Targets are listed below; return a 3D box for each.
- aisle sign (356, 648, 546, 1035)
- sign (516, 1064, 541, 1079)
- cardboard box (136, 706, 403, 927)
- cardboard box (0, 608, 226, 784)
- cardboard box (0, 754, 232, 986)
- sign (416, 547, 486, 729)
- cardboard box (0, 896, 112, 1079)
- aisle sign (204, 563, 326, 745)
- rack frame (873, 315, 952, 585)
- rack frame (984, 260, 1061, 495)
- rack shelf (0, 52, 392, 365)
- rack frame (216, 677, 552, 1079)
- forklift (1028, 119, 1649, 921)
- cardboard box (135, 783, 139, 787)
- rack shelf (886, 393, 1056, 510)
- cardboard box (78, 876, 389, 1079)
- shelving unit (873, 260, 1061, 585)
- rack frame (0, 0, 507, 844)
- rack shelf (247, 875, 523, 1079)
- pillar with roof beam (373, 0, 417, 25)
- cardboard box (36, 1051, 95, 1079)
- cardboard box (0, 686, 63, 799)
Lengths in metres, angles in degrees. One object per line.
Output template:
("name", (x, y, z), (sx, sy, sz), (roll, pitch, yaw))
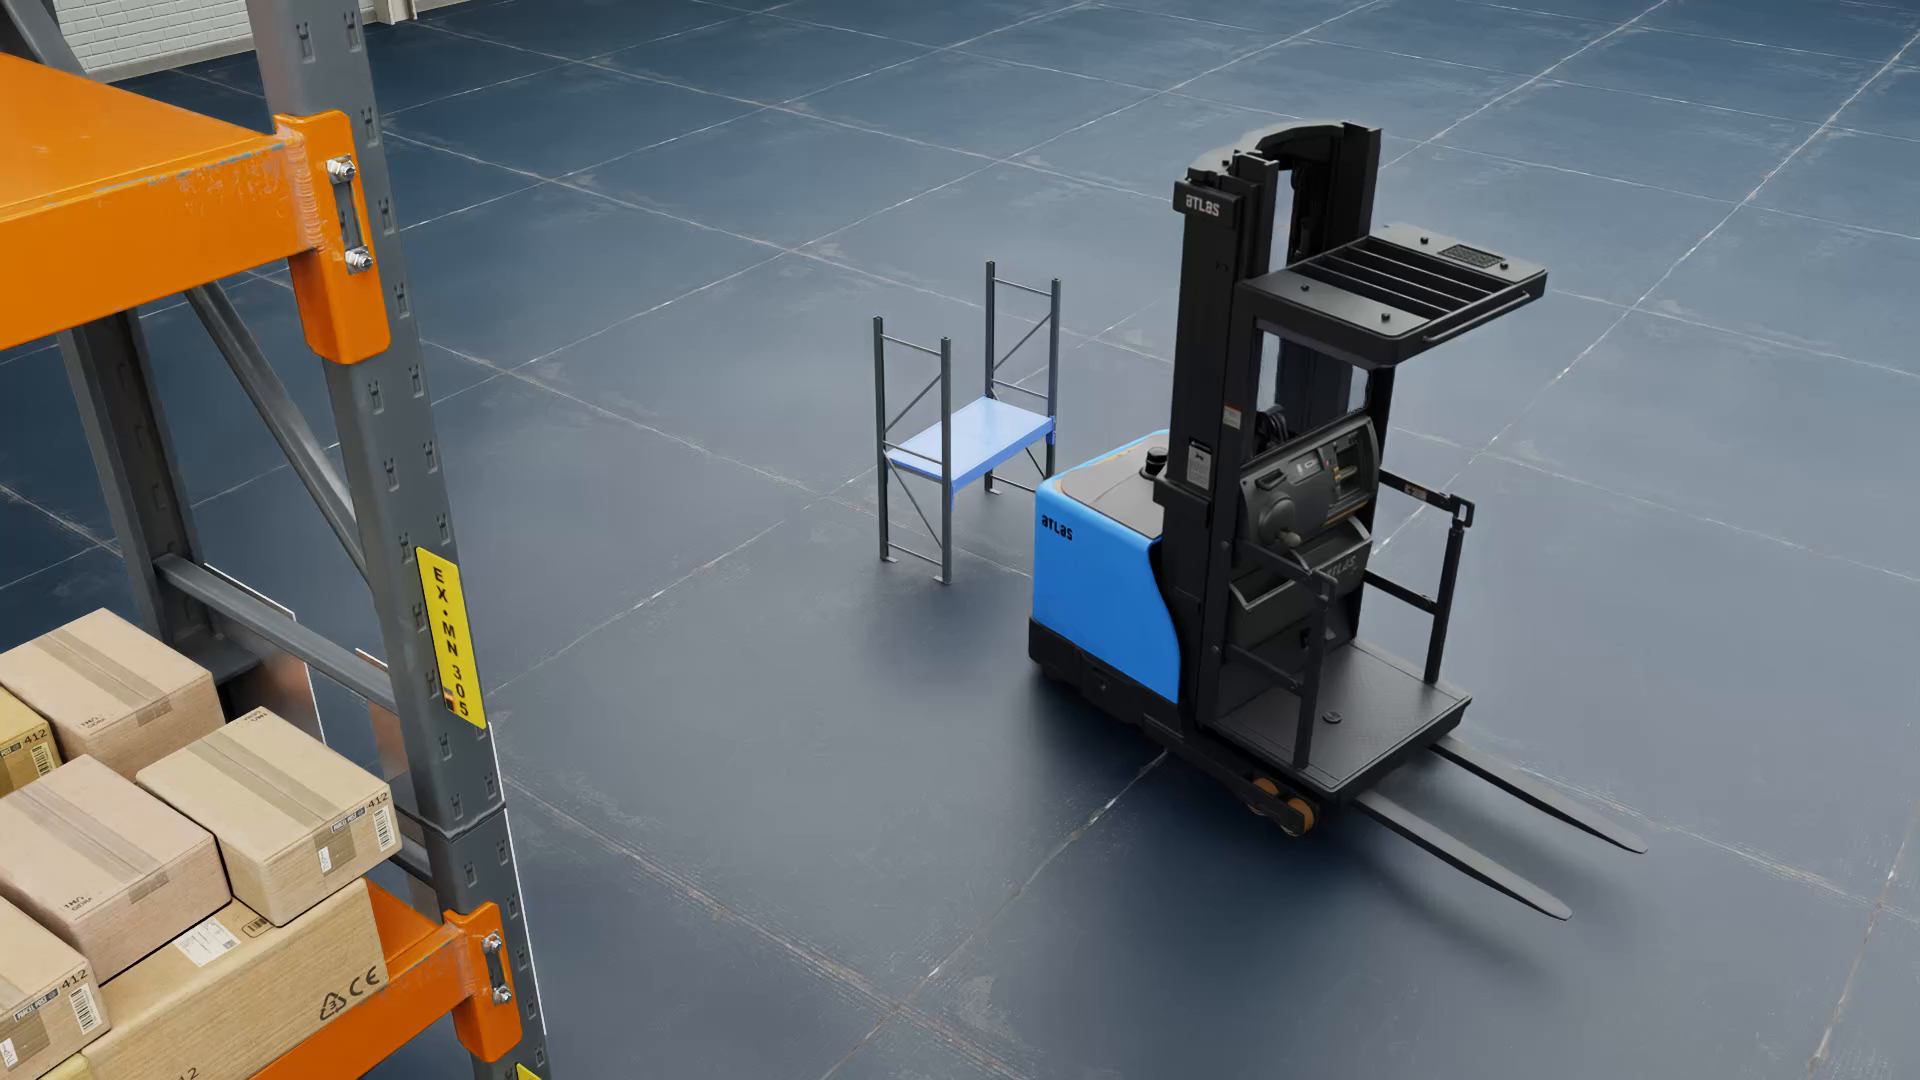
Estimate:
("aisle sign", (-1.001, 0.608, 3.289), (0.394, 0.787, 0.004), (21, 37, 31))
("sign", (-0.848, 1.204, 3.388), (0.100, 0.325, 0.005), (21, 37, 31))
("cardboard box", (-1.197, 0.471, 2.885), (0.380, 0.149, 0.250), (21, 37, 31))
("cardboard box", (-1.629, 0.302, 3.169), (0.380, 0.149, 0.250), (21, 36, 31))
("cardboard box", (-1.448, 0.540, 2.767), (0.380, 0.149, 0.250), (20, 36, 30))
("sign", (-0.848, 0.167, 2.773), (0.100, 0.325, 0.005), (21, 37, 31))
("cardboard box", (-1.525, 0.685, 2.523), (0.380, 0.149, 0.250), (19, 36, 29))
("aisle sign", (-1.480, 0.423, 3.601), (0.394, 0.787, 0.004), (21, 37, 31))
("rack frame", (-0.255, -0.473, 9.135), (0.500, 1.500, 0.032), (21, 37, 31))
("rack frame", (0.358, -0.887, 9.832), (0.500, 1.500, 0.032), (21, 37, 31))
("rack shelf", (-2.485, 0.202, 1.349), (1.077, 0.370, 4.000), (21, 37, 31))
("rack frame", (-1.278, 1.659, 4.066), (1.000, 3.000, 0.127), (21, 37, 31))
("forklift", (1.708, -0.213, 7.292), (1.130, 2.935, 3.031), (-24, 38, -35))
("cardboard box", (-1.775, 0.549, 3.143), (0.500, 0.250, 0.500), (22, 37, 33))
("rack shelf", (0.051, -0.525, 9.575), (0.538, 0.185, 1.000), (21, 37, 31))
("cardboard box", (-1.367, 0.707, 2.876), (0.500, 0.250, 0.500), (22, 37, 32))
("shelving unit", (0.051, -0.680, 9.483), (0.538, 1.500, 1.048), (21, 37, 31))
("rack frame", (-1.278, -0.922, 2.536), (1.000, 3.000, 0.127), (21, 37, 31))
("rack shelf", (-2.485, 1.491, 2.112), (1.077, 0.370, 4.000), (21, 37, 31))
("pillar with roof beam", (-3.601, -9.045, 16.243), (9.100, 9.000, 0.400), (21, 37, 31))
("cardboard box", (-1.666, 0.911, 2.532), (0.500, 0.250, 0.500), (21, 37, 32))
("cardboard box", (-1.862, 0.378, 3.041), (0.380, 0.149, 0.250), (22, 37, 32))
